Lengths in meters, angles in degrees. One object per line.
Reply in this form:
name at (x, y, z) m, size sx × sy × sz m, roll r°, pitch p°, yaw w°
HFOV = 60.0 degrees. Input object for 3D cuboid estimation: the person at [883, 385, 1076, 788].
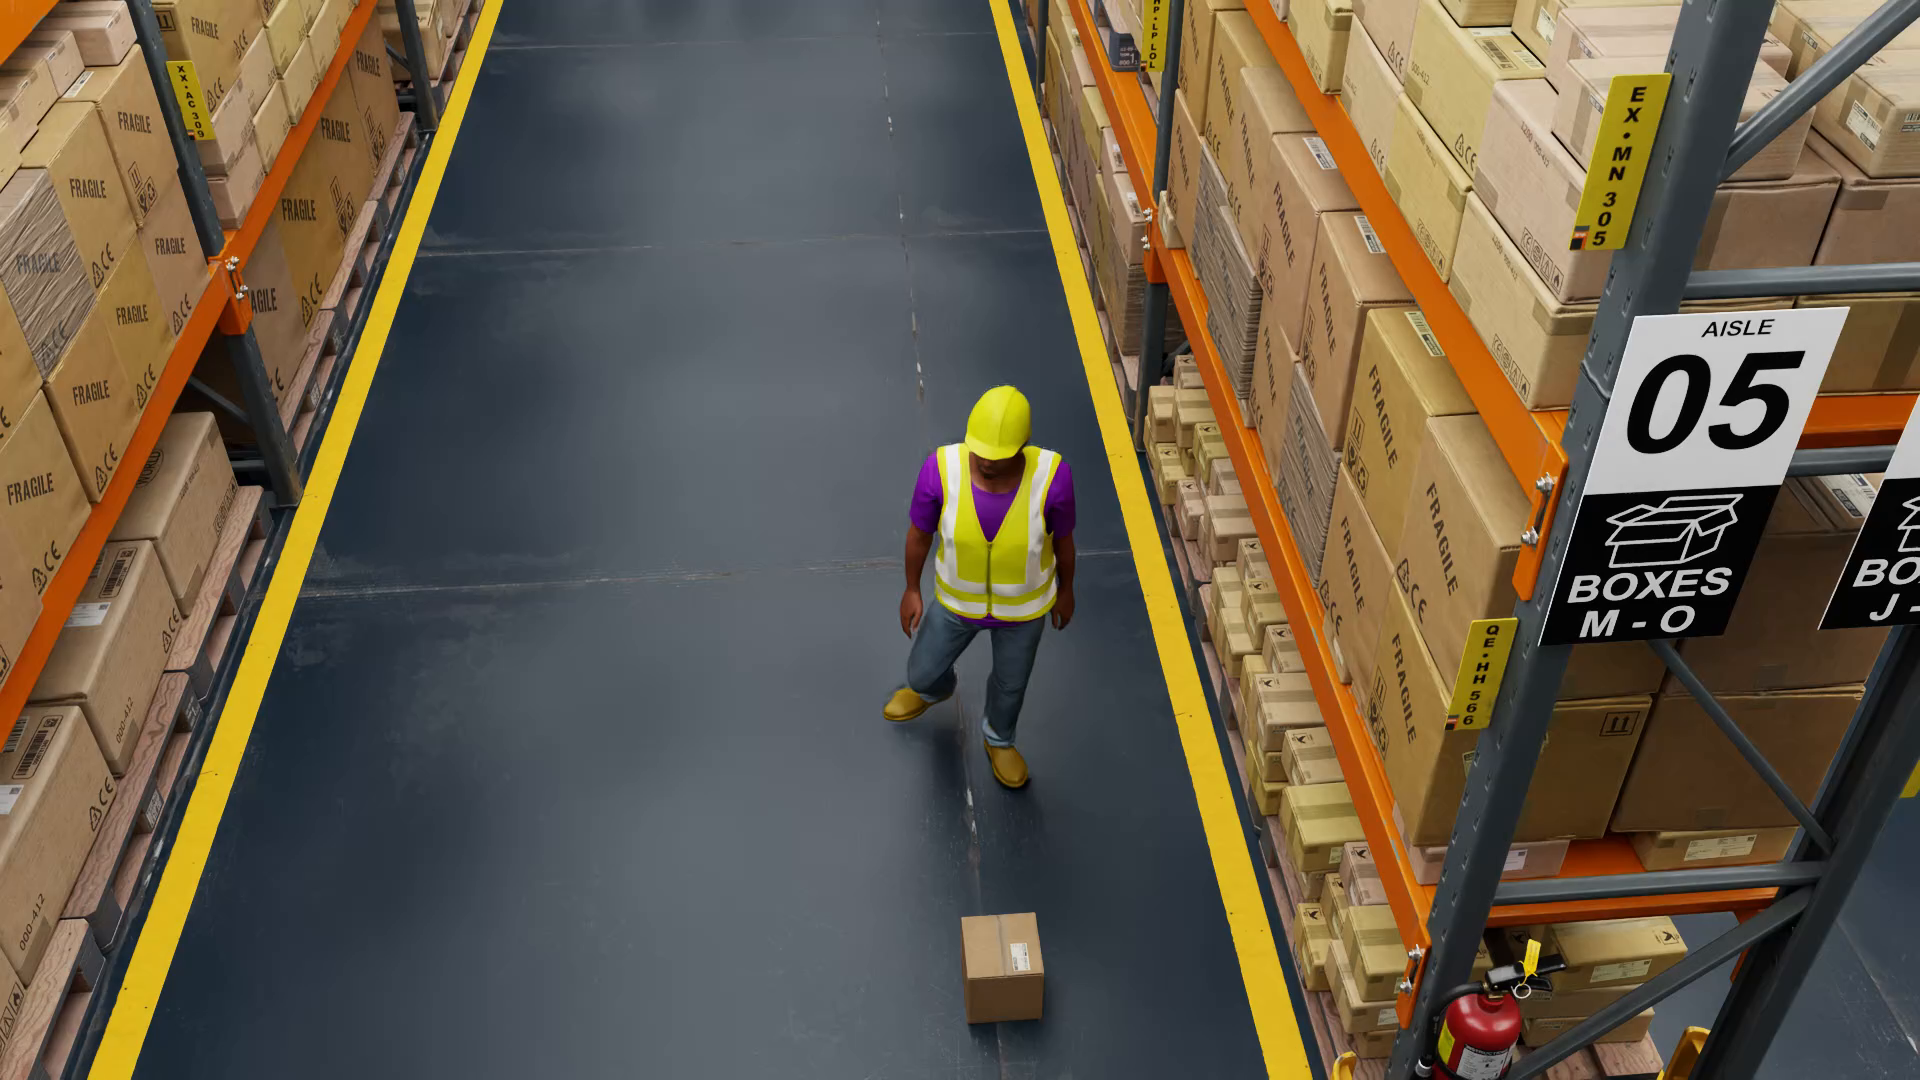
person at (0.046, 0.149, 5.932) m, size 0.733 × 1.758 × 0.524 m, roll 5°, pitch 39°, yaw 6°
